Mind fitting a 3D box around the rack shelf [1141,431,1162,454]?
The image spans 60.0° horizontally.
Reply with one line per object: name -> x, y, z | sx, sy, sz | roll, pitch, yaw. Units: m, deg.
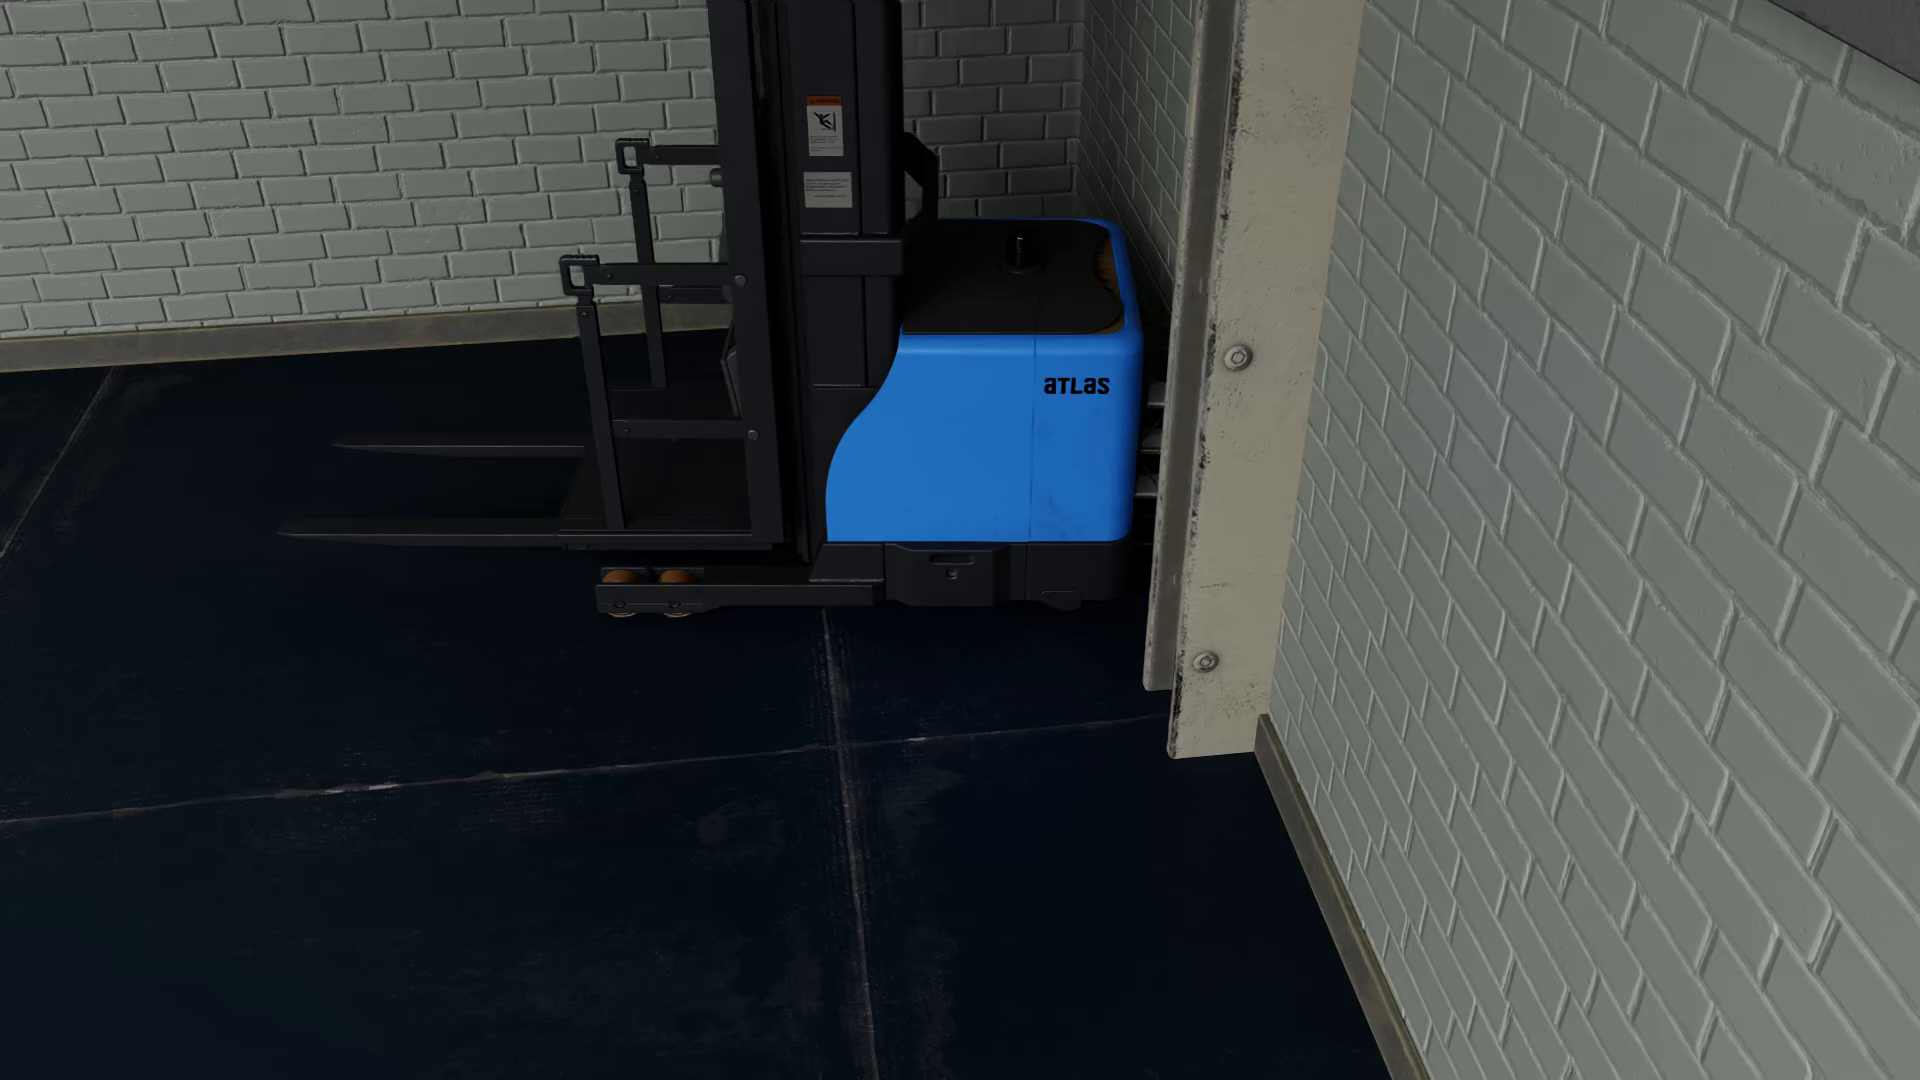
rack shelf -> 0.723, -0.343, 5.958 | 0.258, 0.077, 0.200 | 0, 31, -7

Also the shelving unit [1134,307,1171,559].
shelving unit -> 0.725, -0.371, 5.941 | 0.258, 0.900, 0.210 | 0, 31, -7

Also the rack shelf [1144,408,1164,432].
rack shelf -> 0.729, -0.420, 5.912 | 0.258, 0.077, 0.200 | 0, 31, -7

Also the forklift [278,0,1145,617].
forklift -> -0.905, -1.238, 5.463 | 3.031, 2.935, 1.130 | 0, 34, 0

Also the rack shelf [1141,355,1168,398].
rack shelf -> 0.741, -0.574, 5.820 | 0.258, 0.077, 0.200 | 0, 31, -7

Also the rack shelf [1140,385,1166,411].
rack shelf -> 0.735, -0.497, 5.866 | 0.258, 0.077, 0.200 | 0, 31, -7

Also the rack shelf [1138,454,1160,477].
rack shelf -> 0.717, -0.265, 6.003 | 0.258, 0.077, 0.200 | 0, 31, -7

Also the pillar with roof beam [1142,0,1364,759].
pillar with roof beam -> -3.477, -2.826, 2.405 | 9.100, 9.000, 0.400 | -4, 35, -6

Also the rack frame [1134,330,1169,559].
rack frame -> 0.736, -0.319, 5.854 | 0.240, 0.900, 0.006 | 0, 31, -7

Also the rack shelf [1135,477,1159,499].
rack shelf -> 0.711, -0.188, 6.049 | 0.258, 0.077, 0.200 | 0, 31, -7

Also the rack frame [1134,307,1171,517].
rack frame -> 0.715, -0.423, 6.027 | 0.240, 0.900, 0.006 | 0, 31, -7
